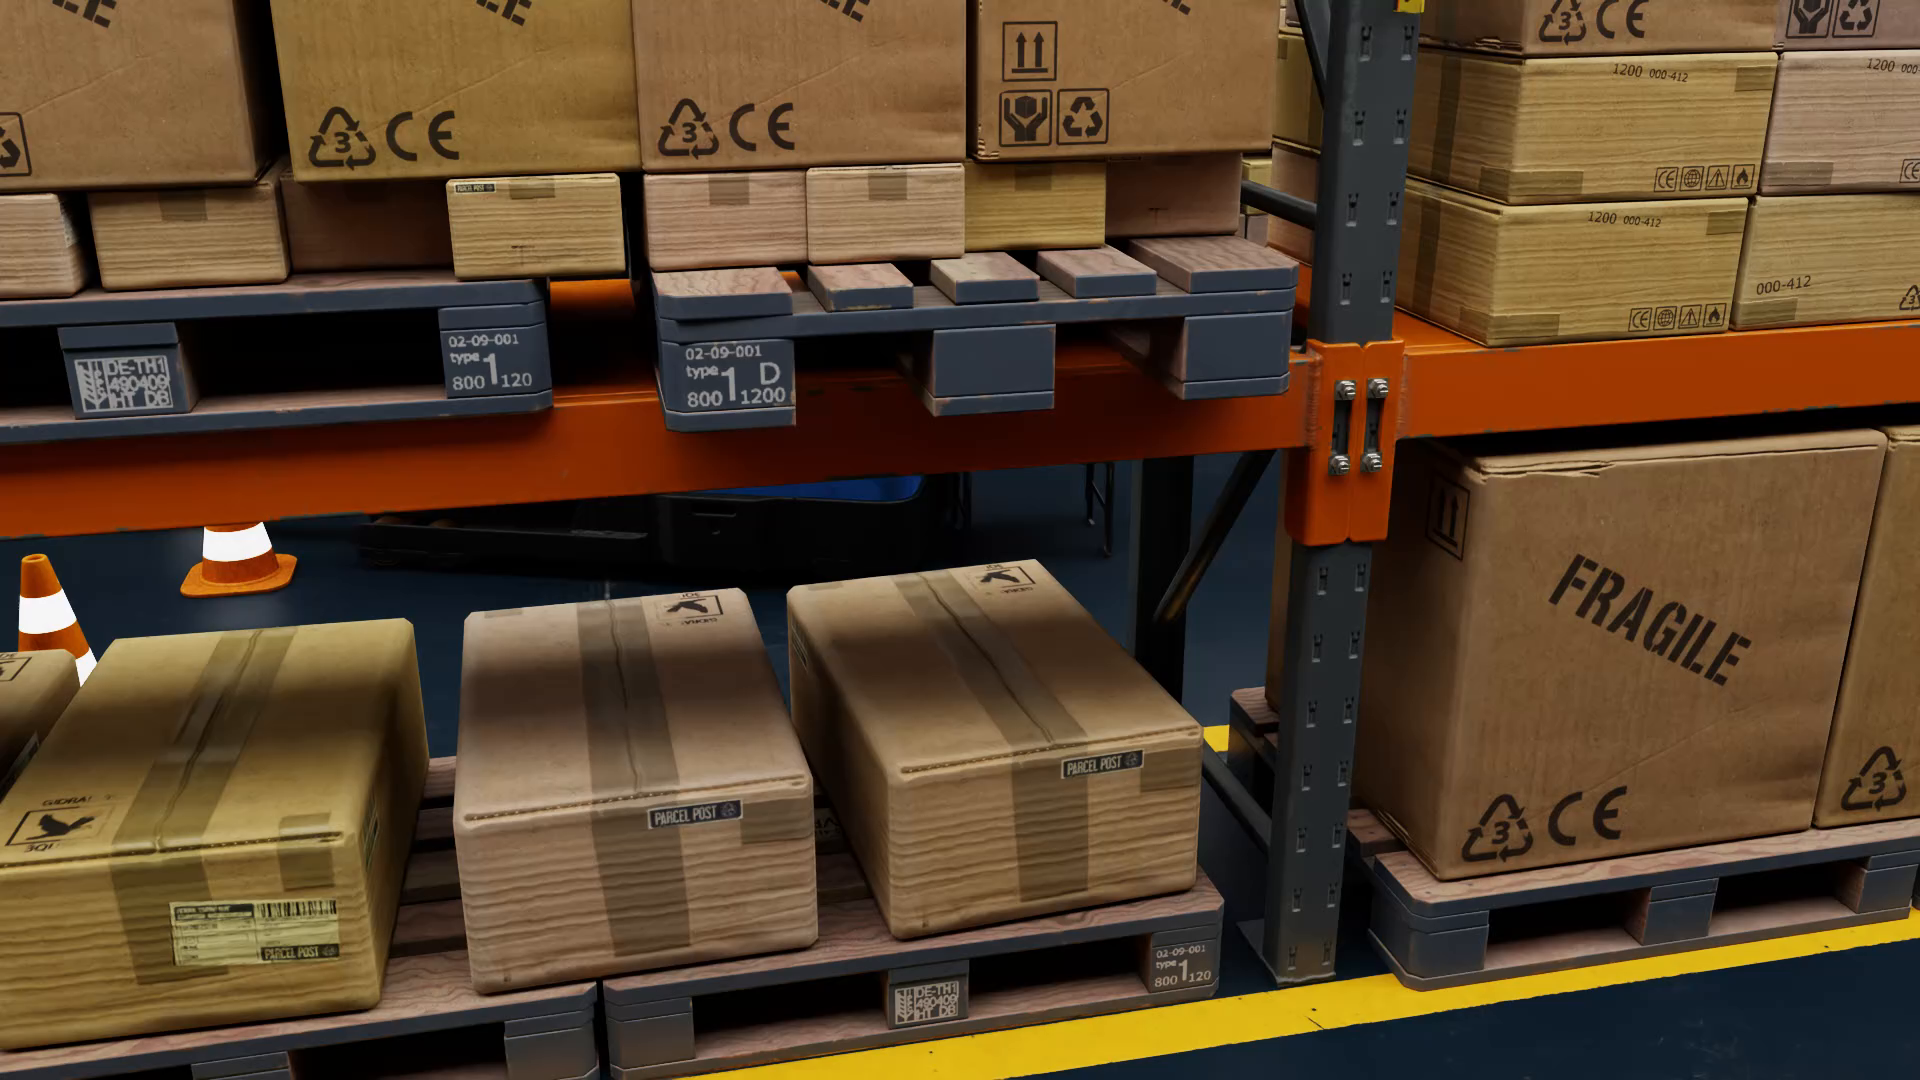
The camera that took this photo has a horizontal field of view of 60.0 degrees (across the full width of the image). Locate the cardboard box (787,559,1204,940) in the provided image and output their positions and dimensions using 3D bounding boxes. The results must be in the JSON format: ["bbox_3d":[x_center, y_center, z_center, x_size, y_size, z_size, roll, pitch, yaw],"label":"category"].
[{"bbox_3d":[0.034,0.401,3.569,0.625,0.372,0.950,-6,21,-16],"label":"cardboard box"}]

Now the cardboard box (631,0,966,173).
[{"bbox_3d":[-0.293,-0.887,2.687,0.500,0.500,0.500,-5,21,-13],"label":"cardboard box"}]

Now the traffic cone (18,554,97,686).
[{"bbox_3d":[-2.422,0.264,4.421,0.334,0.463,0.336,-5,21,-12],"label":"traffic cone"}]

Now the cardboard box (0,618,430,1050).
[{"bbox_3d":[-1.421,0.520,3.243,0.625,0.372,0.950,-4,20,-11],"label":"cardboard box"}]

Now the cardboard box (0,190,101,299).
[{"bbox_3d":[-1.421,-0.472,2.496,0.250,0.149,0.380,-4,20,-10],"label":"cardboard box"}]

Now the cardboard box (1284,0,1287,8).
[{"bbox_3d":[1.618,-2.658,8.033,0.250,0.149,0.380,-5,21,-12],"label":"cardboard box"}]

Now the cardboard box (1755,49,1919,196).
[{"bbox_3d":[1.639,-0.839,3.236,0.500,0.250,0.500,-4,21,-11],"label":"cardboard box"}]

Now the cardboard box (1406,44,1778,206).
[{"bbox_3d":[1.136,-0.799,3.126,0.500,0.250,0.500,-5,21,-13],"label":"cardboard box"}]

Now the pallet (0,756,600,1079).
[{"bbox_3d":[-1.359,0.789,3.354,1.213,0.211,1.003,-5,21,-12],"label":"pallet"}]

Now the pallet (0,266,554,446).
[{"bbox_3d":[-1.331,-0.417,2.870,1.213,0.211,1.003,-5,21,-12],"label":"pallet"}]

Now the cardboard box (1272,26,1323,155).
[{"bbox_3d":[0.999,-0.965,3.579,0.500,0.250,0.500,-5,21,-13],"label":"cardboard box"}]

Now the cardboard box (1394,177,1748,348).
[{"bbox_3d":[1.120,-0.561,3.204,0.500,0.250,0.500,-5,21,-13],"label":"cardboard box"}]

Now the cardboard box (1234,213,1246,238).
[{"bbox_3d":[1.083,-1.403,8.308,0.500,0.500,0.500,-5,21,-14],"label":"cardboard box"}]

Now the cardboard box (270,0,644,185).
[{"bbox_3d":[-0.784,-0.847,2.577,0.500,0.500,0.500,-6,21,-16],"label":"cardboard box"}]

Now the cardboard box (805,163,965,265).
[{"bbox_3d":[-0.158,-0.571,2.768,0.250,0.149,0.380,-5,21,-13],"label":"cardboard box"}]

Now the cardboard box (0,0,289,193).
[{"bbox_3d":[-1.315,-0.804,2.460,0.500,0.500,0.500,-6,21,-15],"label":"cardboard box"}]

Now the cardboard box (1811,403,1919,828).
[{"bbox_3d":[2.147,0.027,3.857,0.875,0.875,0.875,-4,21,-12],"label":"cardboard box"}]

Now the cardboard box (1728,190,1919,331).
[{"bbox_3d":[1.616,-0.608,3.331,0.500,0.250,0.500,-5,21,-14],"label":"cardboard box"}]

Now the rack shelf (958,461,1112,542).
[{"bbox_3d":[0.244,-0.315,5.696,0.480,0.518,0.431,-2,20,-6],"label":"rack shelf"}]

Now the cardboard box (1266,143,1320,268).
[{"bbox_3d":[1.019,-0.734,3.674,0.500,0.250,0.500,-5,21,-14],"label":"cardboard box"}]

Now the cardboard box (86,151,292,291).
[{"bbox_3d":[-1.168,-0.502,2.580,0.250,0.149,0.380,-5,21,-14],"label":"cardboard box"}]

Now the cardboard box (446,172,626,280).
[{"bbox_3d":[-0.669,-0.527,2.648,0.250,0.149,0.380,-4,21,-12],"label":"cardboard box"}]

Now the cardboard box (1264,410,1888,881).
[{"bbox_3d":[1.278,0.097,3.669,0.875,0.875,0.875,-5,21,-13],"label":"cardboard box"}]

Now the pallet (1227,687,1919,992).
[{"bbox_3d":[1.371,0.595,3.883,1.213,0.211,1.003,-5,21,-12],"label":"pallet"}]

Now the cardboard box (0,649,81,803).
[{"bbox_3d":[-2.098,0.576,3.092,0.625,0.372,0.950,-3,20,-9],"label":"cardboard box"}]

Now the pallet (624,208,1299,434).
[{"bbox_3d":[-0.083,-0.495,3.084,1.003,0.211,1.213,-5,21,-12],"label":"pallet"}]

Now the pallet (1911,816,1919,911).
[{"bbox_3d":[2.556,0.500,4.143,1.213,0.211,1.003,-5,21,-12],"label":"pallet"}]

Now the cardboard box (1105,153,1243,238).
[{"bbox_3d":[0.321,-0.652,2.987,0.250,0.149,0.380,-4,20,-10],"label":"cardboard box"}]

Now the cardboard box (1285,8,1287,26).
[{"bbox_3d":[1.634,-2.520,8.088,0.250,0.149,0.380,-4,20,-10],"label":"cardboard box"}]

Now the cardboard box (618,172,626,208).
[{"bbox_3d":[-0.605,-0.761,3.285,0.250,0.149,0.380,-5,21,-12],"label":"cardboard box"}]

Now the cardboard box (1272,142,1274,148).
[{"bbox_3d":[1.447,-1.966,8.755,0.500,0.250,0.500,-4,20,-10],"label":"cardboard box"}]

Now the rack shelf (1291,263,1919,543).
[{"bbox_3d":[2.533,-0.498,3.858,4.000,0.370,1.077,-5,21,-12],"label":"rack shelf"}]

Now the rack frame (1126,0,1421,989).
[{"bbox_3d":[0.586,-0.677,3.302,0.127,3.000,1.000,-5,21,-12],"label":"rack frame"}]

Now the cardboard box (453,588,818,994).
[{"bbox_3d":[-0.682,0.462,3.402,0.625,0.372,0.950,-5,21,-14],"label":"cardboard box"}]

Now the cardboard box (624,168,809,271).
[{"bbox_3d":[-0.405,-0.554,2.721,0.250,0.149,0.380,-6,21,-15],"label":"cardboard box"}]

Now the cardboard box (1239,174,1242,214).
[{"bbox_3d":[1.054,-1.750,8.165,0.500,0.250,0.500,-4,21,-12],"label":"cardboard box"}]

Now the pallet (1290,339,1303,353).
[{"bbox_3d":[1.295,-1.173,8.711,1.213,0.211,1.003,-5,21,-12],"label":"pallet"}]

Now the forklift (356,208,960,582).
[{"bbox_3d":[-1.564,-1.453,5.519,3.031,2.935,1.130,3,20,8],"label":"forklift"}]

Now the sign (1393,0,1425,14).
[{"bbox_3d":[0.720,-1.003,2.623,0.005,0.325,0.100,-5,21,-12],"label":"sign"}]

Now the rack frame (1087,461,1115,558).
[{"bbox_3d":[0.487,-0.994,5.474,0.015,2.100,0.400,-2,20,-6],"label":"rack frame"}]

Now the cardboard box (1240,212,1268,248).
[{"bbox_3d":[1.580,-1.444,8.418,0.500,0.500,0.500,-5,21,-14],"label":"cardboard box"}]

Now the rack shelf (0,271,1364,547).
[{"bbox_3d":[-1.360,-0.181,2.994,4.000,0.370,1.077,-5,21,-12],"label":"rack shelf"}]

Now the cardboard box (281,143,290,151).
[{"bbox_3d":[-1.088,-0.680,3.065,0.250,0.149,0.380,-4,20,-10],"label":"cardboard box"}]

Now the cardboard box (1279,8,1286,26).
[{"bbox_3d":[1.374,-2.499,8.030,0.250,0.149,0.380,-5,21,-14],"label":"cardboard box"}]

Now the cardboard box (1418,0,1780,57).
[{"bbox_3d":[1.122,-1.151,2.996,0.500,0.500,0.500,-5,21,-14],"label":"cardboard box"}]

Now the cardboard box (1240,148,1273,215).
[{"bbox_3d":[1.560,-1.792,8.278,0.500,0.250,0.500,-6,21,-15],"label":"cardboard box"}]

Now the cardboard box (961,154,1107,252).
[{"bbox_3d":[0.077,-0.606,2.863,0.250,0.149,0.380,-4,21,-12],"label":"cardboard box"}]

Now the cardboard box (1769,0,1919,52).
[{"bbox_3d":[1.603,-1.193,3.112,0.500,0.500,0.500,-5,21,-12],"label":"cardboard box"}]

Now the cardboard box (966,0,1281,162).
[{"bbox_3d":[0.208,-0.932,2.809,0.500,0.500,0.500,-5,21,-14],"label":"cardboard box"}]

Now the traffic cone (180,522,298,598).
[{"bbox_3d":[-2.370,-0.094,5.398,0.334,0.463,0.336,-5,21,-12],"label":"traffic cone"}]

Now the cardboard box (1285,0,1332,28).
[{"bbox_3d":[1.029,-1.322,3.464,0.500,0.500,0.500,-5,21,-14],"label":"cardboard box"}]

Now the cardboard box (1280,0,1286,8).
[{"bbox_3d":[1.380,-2.641,7.986,0.250,0.149,0.380,-4,20,-11],"label":"cardboard box"}]

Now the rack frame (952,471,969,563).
[{"bbox_3d":[0.002,-0.976,5.426,0.015,2.100,0.400,-2,20,-6],"label":"rack frame"}]

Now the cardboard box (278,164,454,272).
[{"bbox_3d":[-0.943,-0.550,2.709,0.250,0.149,0.380,-4,21,-12],"label":"cardboard box"}]

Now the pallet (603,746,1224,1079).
[{"bbox_3d":[-0.175,0.694,3.614,1.213,0.211,1.003,-5,21,-12],"label":"pallet"}]

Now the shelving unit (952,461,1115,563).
[{"bbox_3d":[0.244,-0.985,5.450,0.503,2.100,0.431,-2,20,-6],"label":"shelving unit"}]
